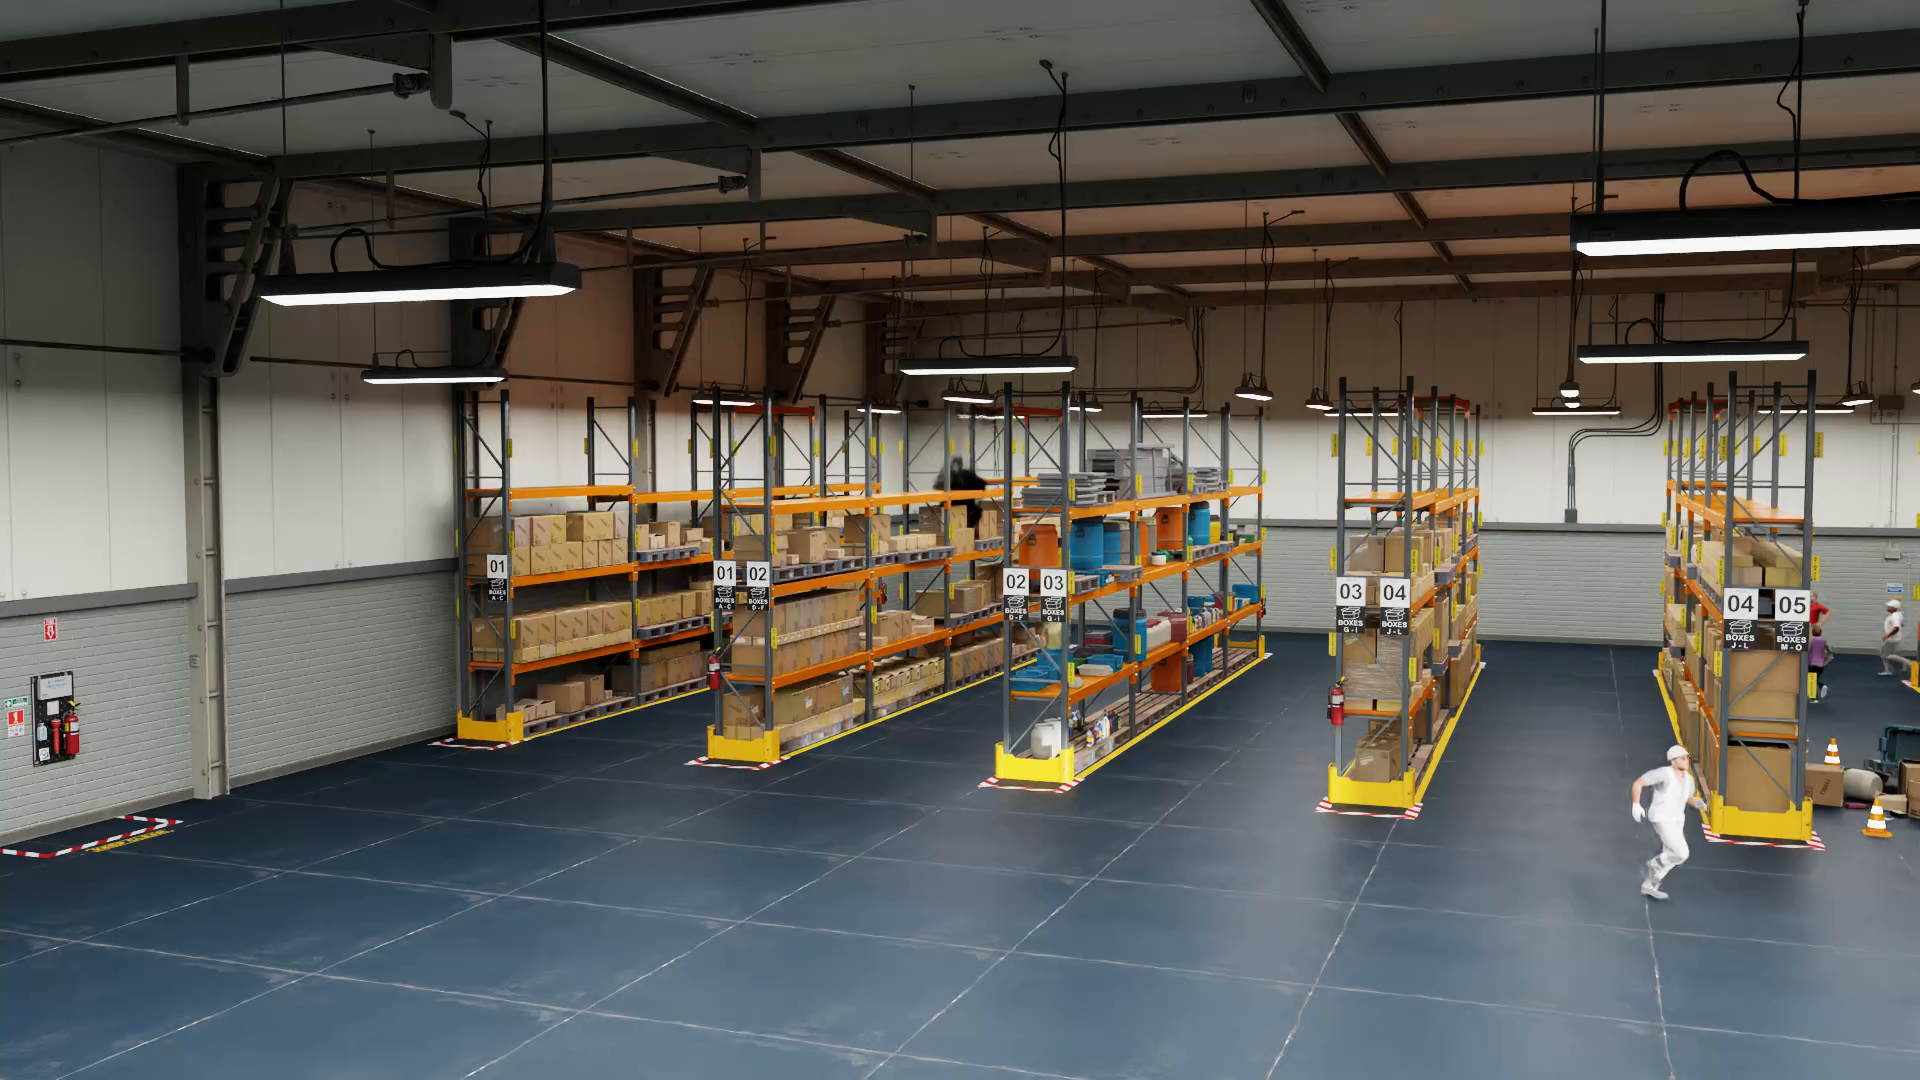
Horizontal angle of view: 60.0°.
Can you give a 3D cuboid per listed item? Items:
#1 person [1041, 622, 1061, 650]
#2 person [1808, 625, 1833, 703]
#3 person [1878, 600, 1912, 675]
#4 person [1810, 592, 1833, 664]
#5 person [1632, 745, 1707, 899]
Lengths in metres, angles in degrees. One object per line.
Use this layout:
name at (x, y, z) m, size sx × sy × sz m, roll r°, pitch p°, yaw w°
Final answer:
person at (1.961, 2.285, 34.549) m, size 0.574 × 1.621 × 0.563 m, roll 1°, pitch 3°, yaw 9°
person at (16.755, 2.455, 32.541) m, size 0.543 × 1.540 × 0.544 m, roll 0°, pitch 3°, yaw 7°
person at (20.441, 2.156, 36.353) m, size 0.685 × 1.708 × 0.745 m, roll 2°, pitch 4°, yaw 35°
person at (19.282, 2.051, 37.597) m, size 0.985 × 1.743 × 0.679 m, roll 0°, pitch 3°, yaw 3°
person at (7.848, 3.121, 18.308) m, size 0.709 × 1.726 × 0.681 m, roll -2°, pitch 4°, yaw -28°
